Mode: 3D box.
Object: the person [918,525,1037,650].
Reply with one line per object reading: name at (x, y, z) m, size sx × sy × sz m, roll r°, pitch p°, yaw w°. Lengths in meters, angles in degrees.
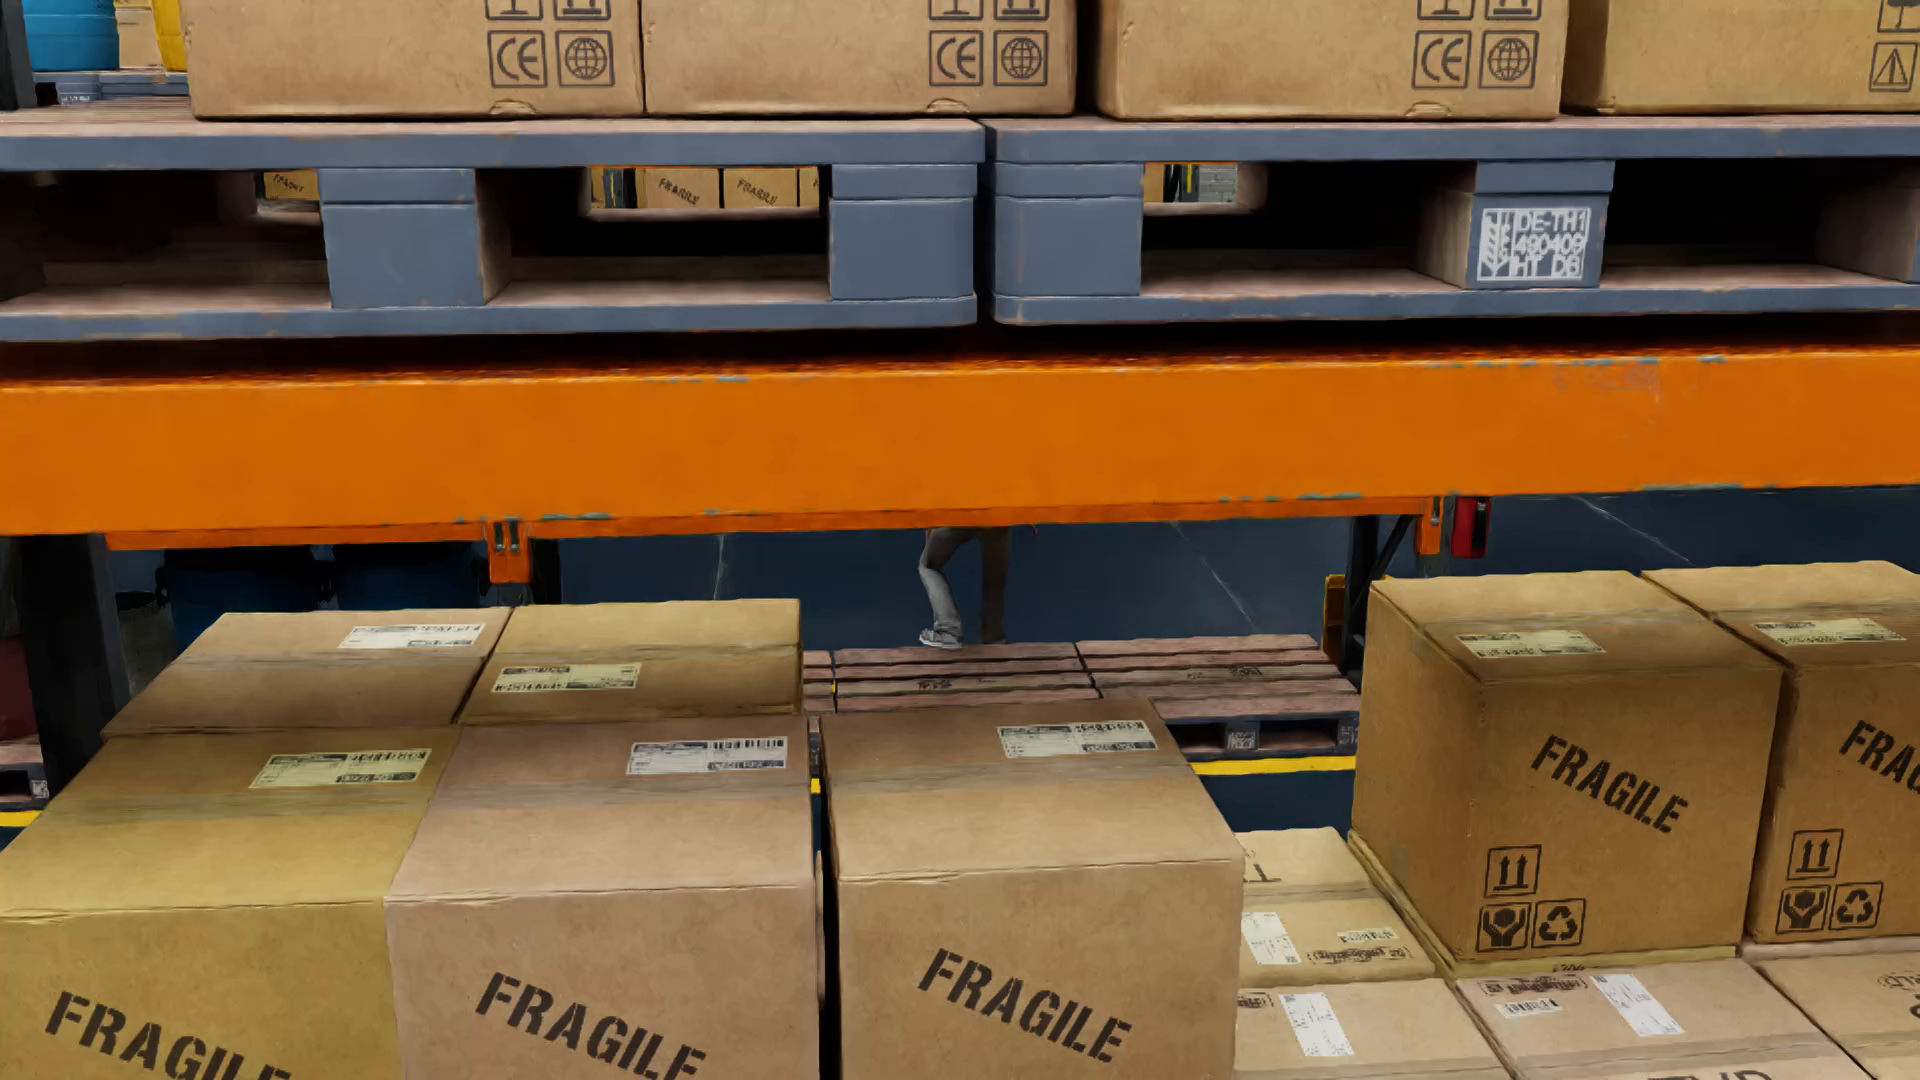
person at (0.084, -0.089, 8.303) m, size 0.601 × 1.580 × 0.517 m, roll 1°, pitch 17°, yaw 3°
